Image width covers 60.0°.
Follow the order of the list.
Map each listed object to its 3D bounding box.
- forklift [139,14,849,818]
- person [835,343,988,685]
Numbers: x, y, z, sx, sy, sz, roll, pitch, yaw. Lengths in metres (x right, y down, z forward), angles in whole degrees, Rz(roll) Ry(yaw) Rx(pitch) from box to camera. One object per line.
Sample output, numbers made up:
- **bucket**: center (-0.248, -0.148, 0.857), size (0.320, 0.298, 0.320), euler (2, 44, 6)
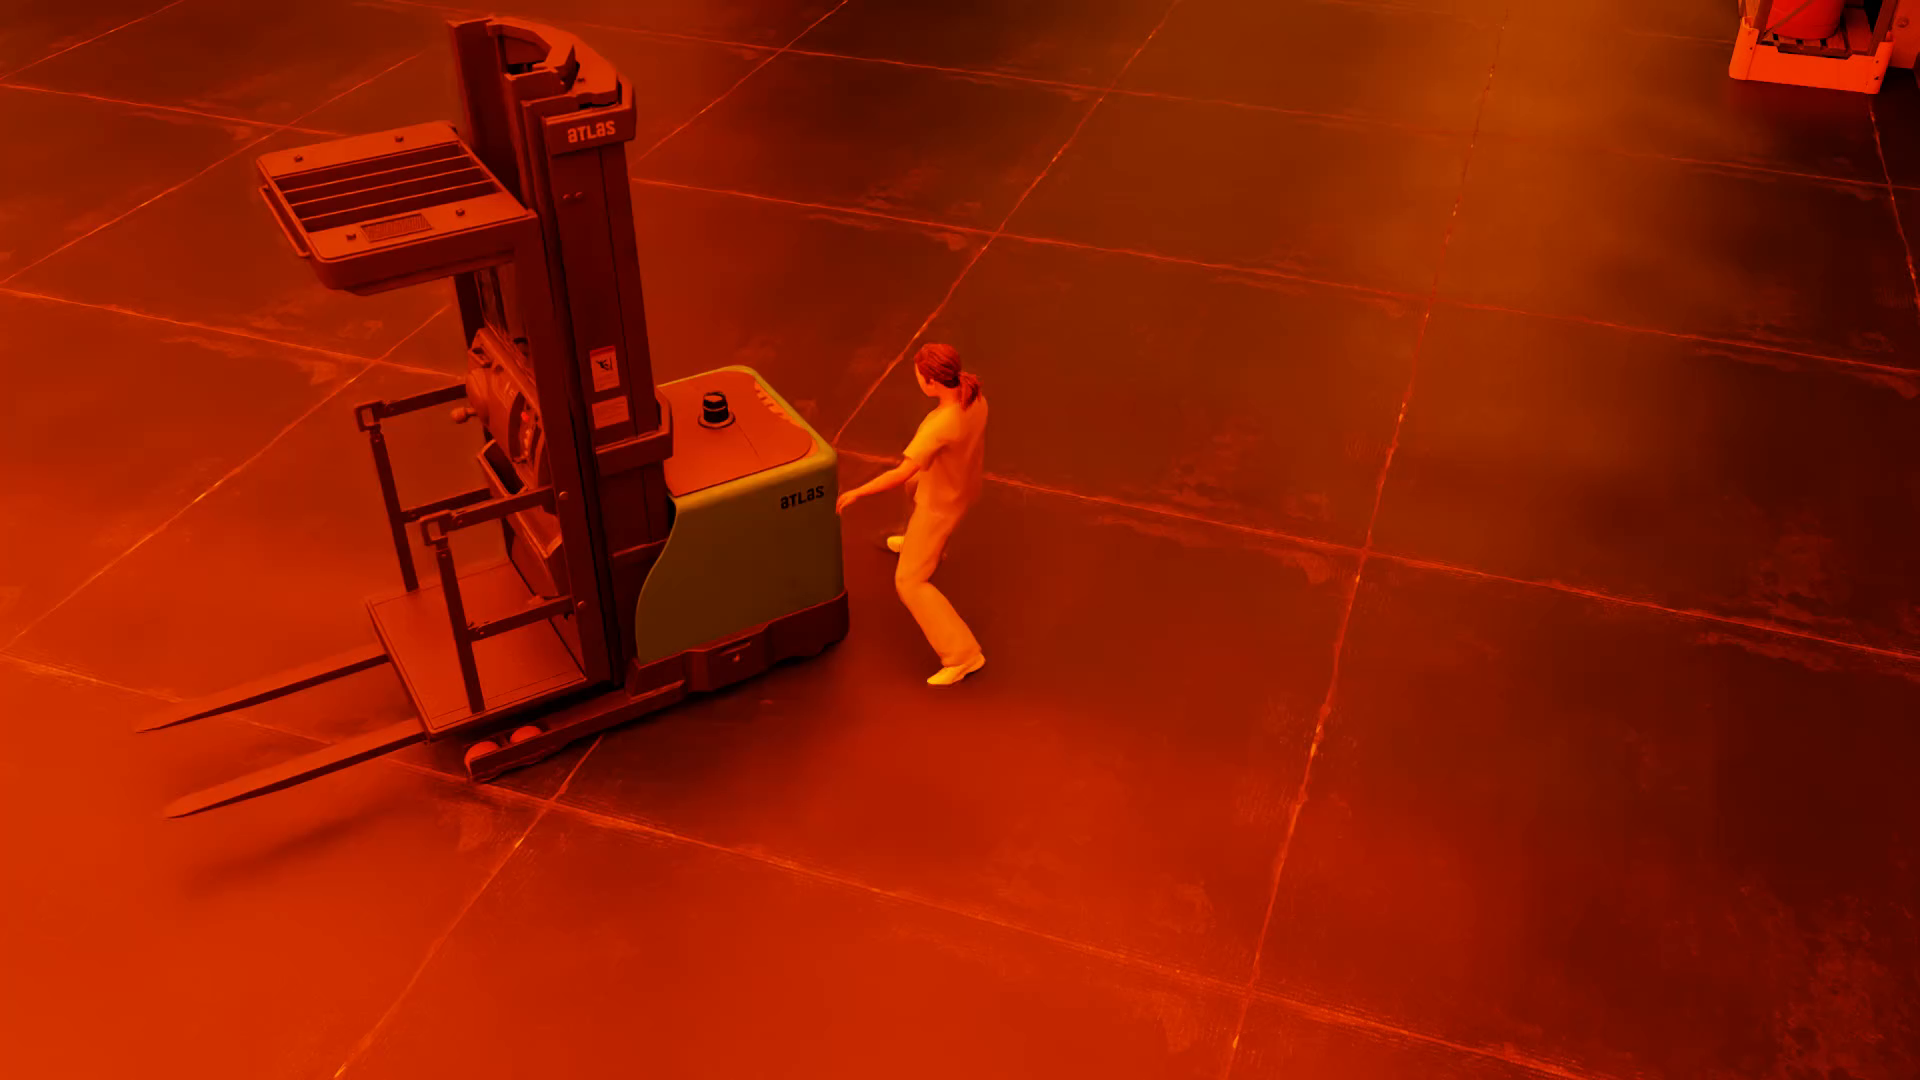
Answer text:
- **forklift**: center (-2.058, -0.509, 6.829), size (3.031, 2.935, 1.130), euler (-19, 40, -25)
- **person**: center (-0.152, -0.239, 7.722), size (0.880, 1.538, 0.939), euler (18, 39, 23)
